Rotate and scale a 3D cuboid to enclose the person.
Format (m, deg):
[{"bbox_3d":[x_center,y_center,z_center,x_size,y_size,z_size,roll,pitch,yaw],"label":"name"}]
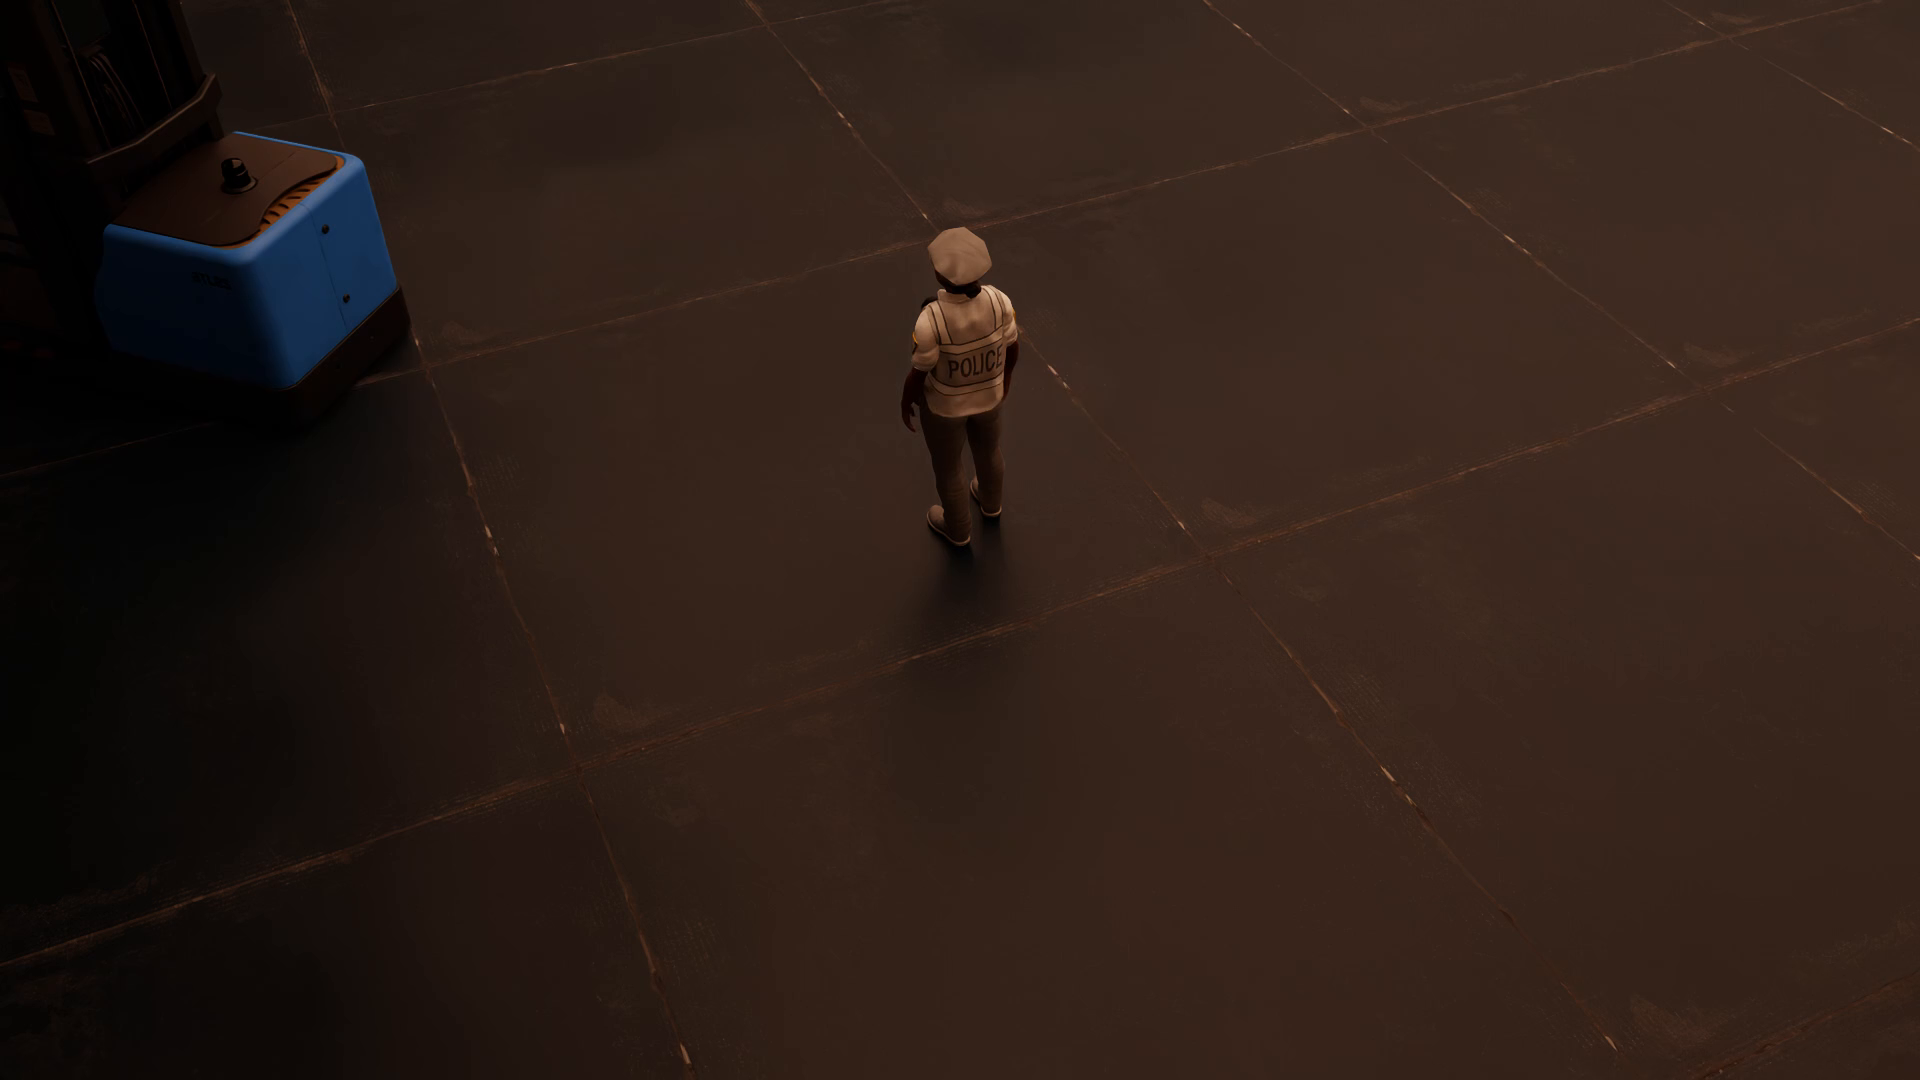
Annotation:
[{"bbox_3d":[-0.014,-0.677,7.301,0.570,1.697,0.528,-18,46,-18],"label":"person"}]

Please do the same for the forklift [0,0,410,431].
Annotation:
[{"bbox_3d":[-4.540,-2.239,8.080,3.031,2.935,1.130,14,45,14],"label":"forklift"}]
